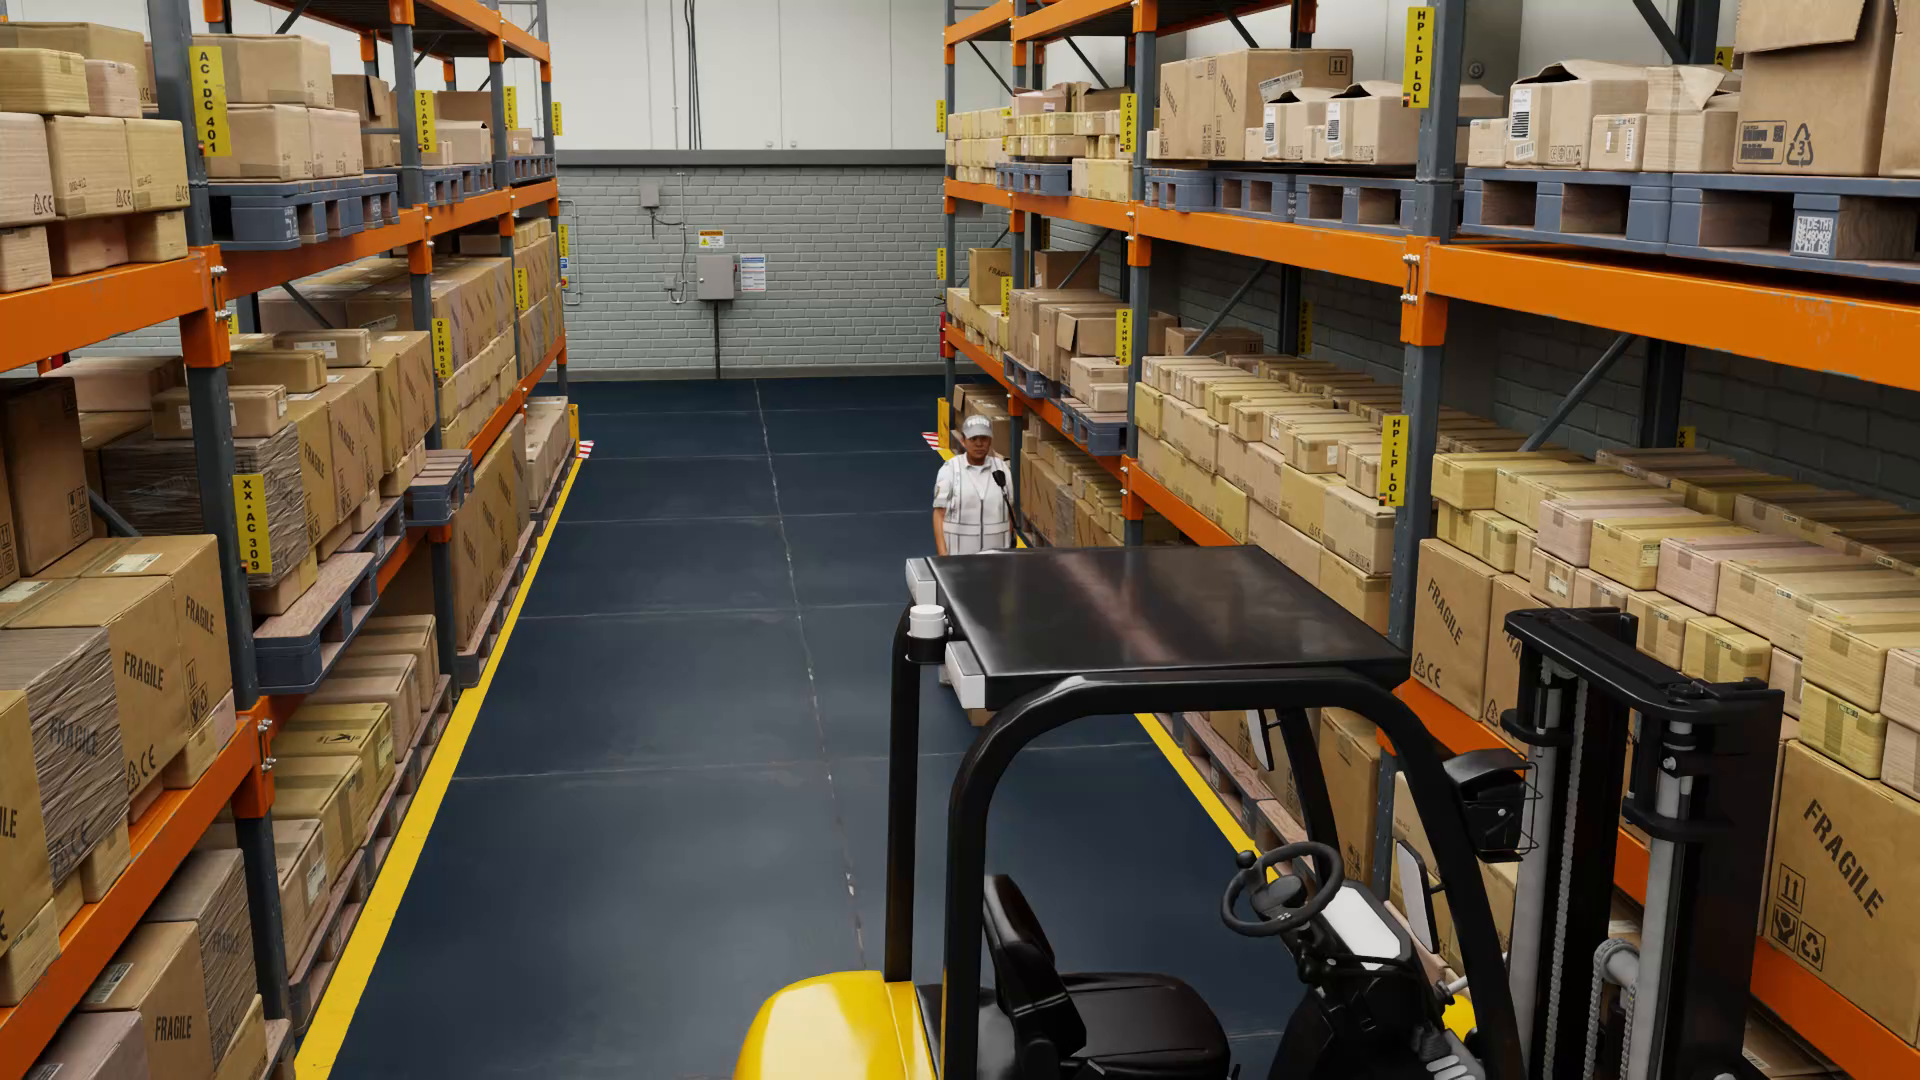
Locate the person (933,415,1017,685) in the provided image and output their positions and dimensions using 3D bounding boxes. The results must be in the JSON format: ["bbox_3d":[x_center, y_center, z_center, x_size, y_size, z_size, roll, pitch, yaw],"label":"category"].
[{"bbox_3d":[0.101,0.101,9.575,0.507,1.636,0.773,-2,13,-10],"label":"person"}]
